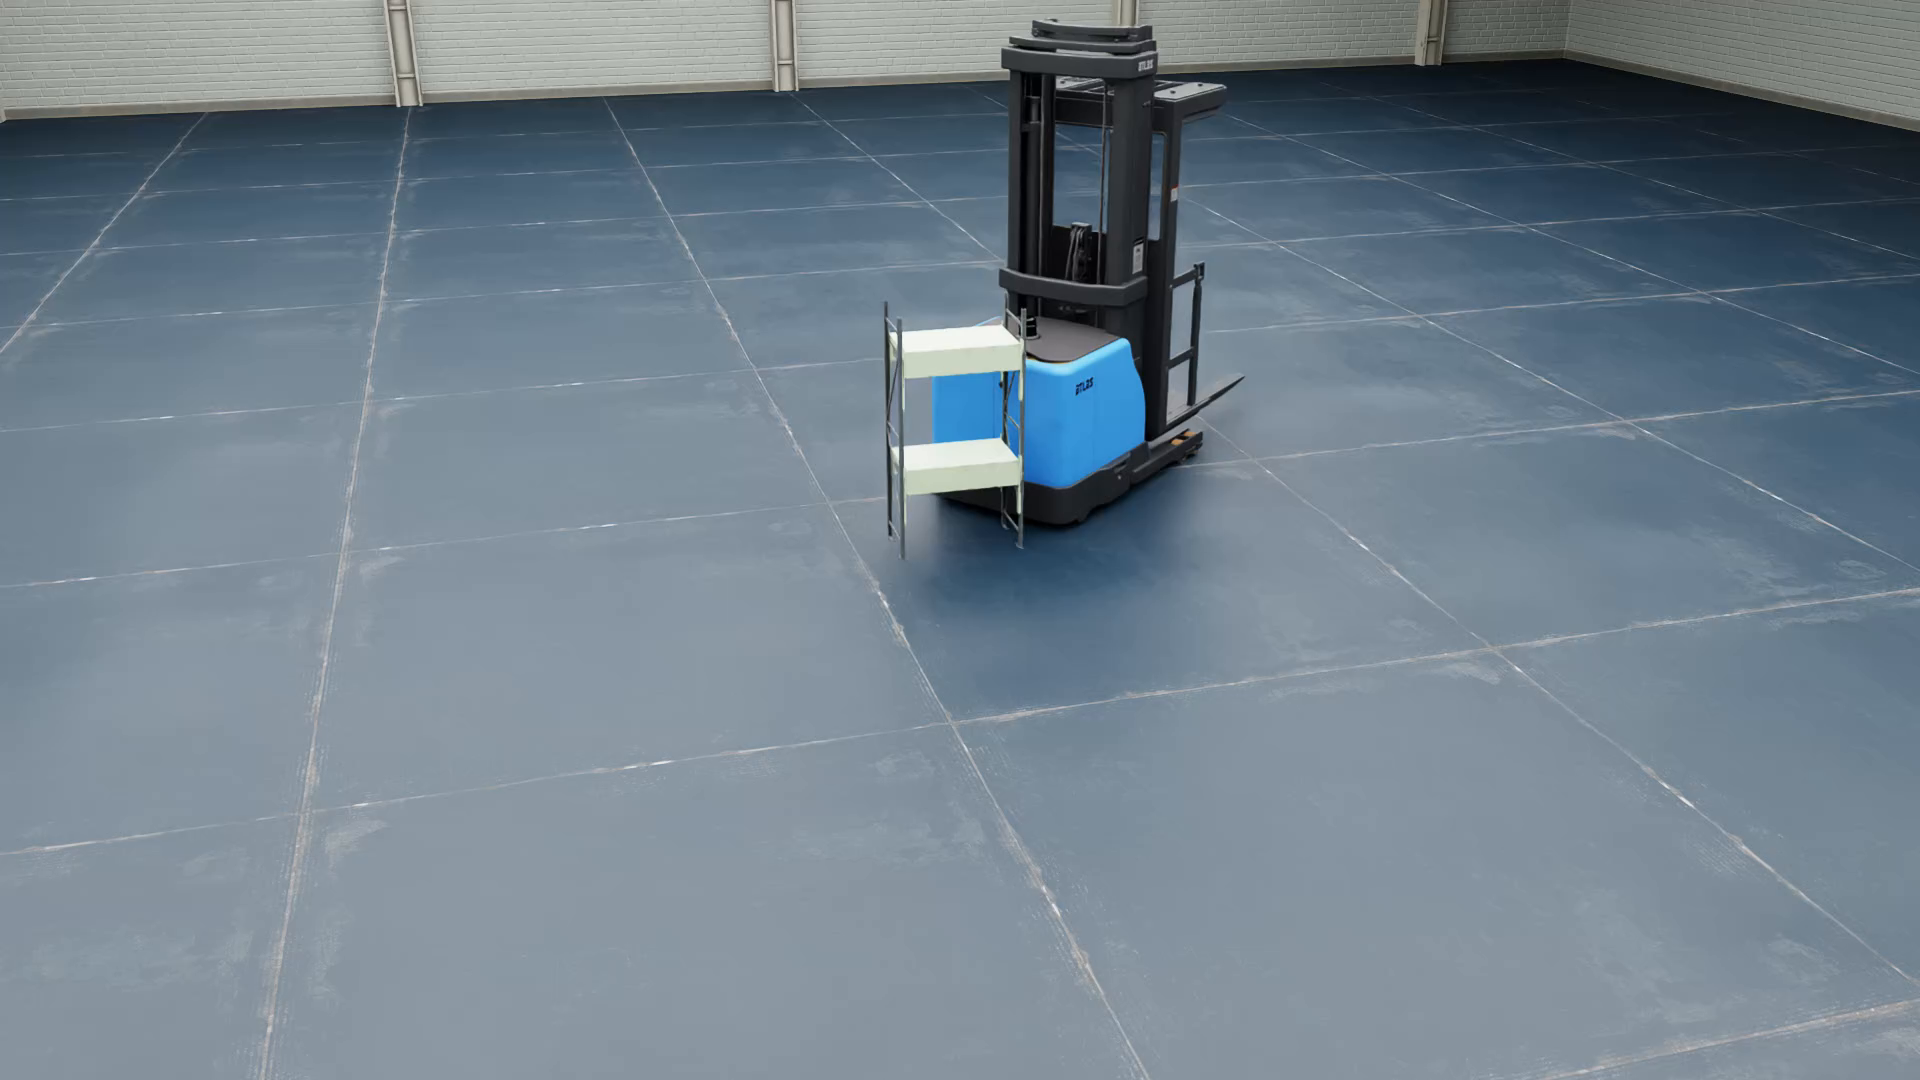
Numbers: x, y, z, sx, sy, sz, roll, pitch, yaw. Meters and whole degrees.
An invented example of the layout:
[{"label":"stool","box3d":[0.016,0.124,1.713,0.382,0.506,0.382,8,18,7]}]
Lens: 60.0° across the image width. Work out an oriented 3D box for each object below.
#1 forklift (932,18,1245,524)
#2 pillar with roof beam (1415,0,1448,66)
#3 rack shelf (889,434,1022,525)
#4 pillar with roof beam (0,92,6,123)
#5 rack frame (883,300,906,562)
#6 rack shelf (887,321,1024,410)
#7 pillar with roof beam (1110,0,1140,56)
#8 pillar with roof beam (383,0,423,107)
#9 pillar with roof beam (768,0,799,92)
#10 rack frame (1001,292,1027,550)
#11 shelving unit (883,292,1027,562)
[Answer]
[{"label":"forklift","box3d":[1.043,-1.972,11.128,1.130,2.935,3.031,15,27,31]},{"label":"pillar with roof beam","box3d":[9.804,-11.294,25.159,0.400,9.000,9.100,-6,24,-14]},{"label":"rack shelf","box3d":[-0.033,-0.371,10.039,0.720,0.370,0.431,-6,24,-13]},{"label":"pillar with roof beam","box3d":[-13.304,-8.738,19.202,0.400,9.000,9.100,-6,24,-14]},{"label":"rack frame","box3d":[-0.387,-0.634,9.825,0.023,1.500,0.400,-6,24,-13]},{"label":"rack shelf","box3d":[-0.033,-1.029,9.756,0.720,0.370,0.431,-6,24,-13]},{"label":"pillar with roof beam","box3d":[4.027,-10.655,23.670,0.400,9.000,9.100,-6,24,-14]},{"label":"pillar with roof beam","box3d":[-7.527,-9.377,20.691,0.400,9.000,9.100,-6,24,-14]},{"label":"pillar with roof beam","box3d":[-1.750,-10.016,22.180,0.400,9.000,9.100,-6,24,-14]},{"label":"rack frame","box3d":[0.321,-0.707,9.995,0.023,1.500,0.400,-6,24,-13]},{"label":"shelving unit","box3d":[-0.033,-0.670,9.910,0.755,1.500,0.431,-6,24,-13]}]
